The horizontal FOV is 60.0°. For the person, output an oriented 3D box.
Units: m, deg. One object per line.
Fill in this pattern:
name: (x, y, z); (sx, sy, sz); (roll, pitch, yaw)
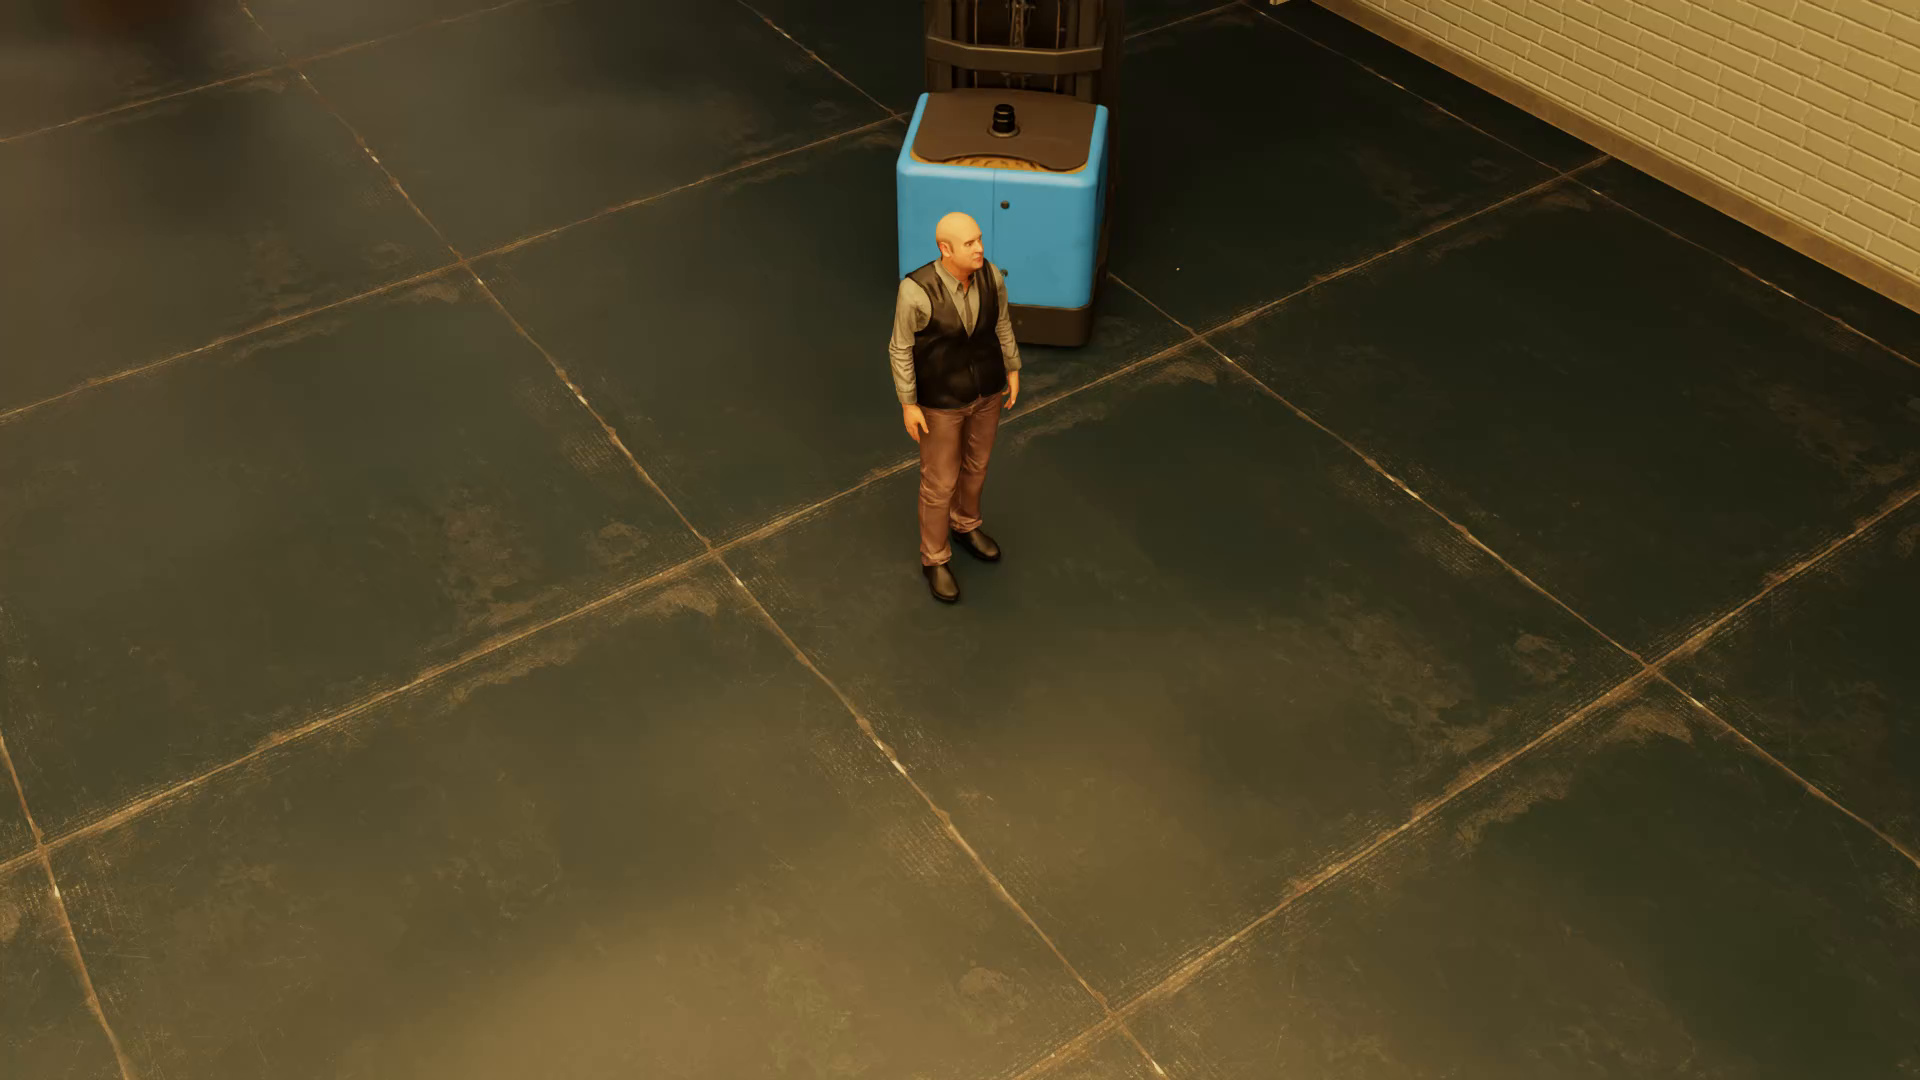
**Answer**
person: (0.028, -0.601, 7.249); (0.632, 1.720, 0.568); (-25, 48, -25)

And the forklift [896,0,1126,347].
forklift: (0.384, -3.115, 9.095); (1.130, 2.935, 3.031); (6, 43, 6)
